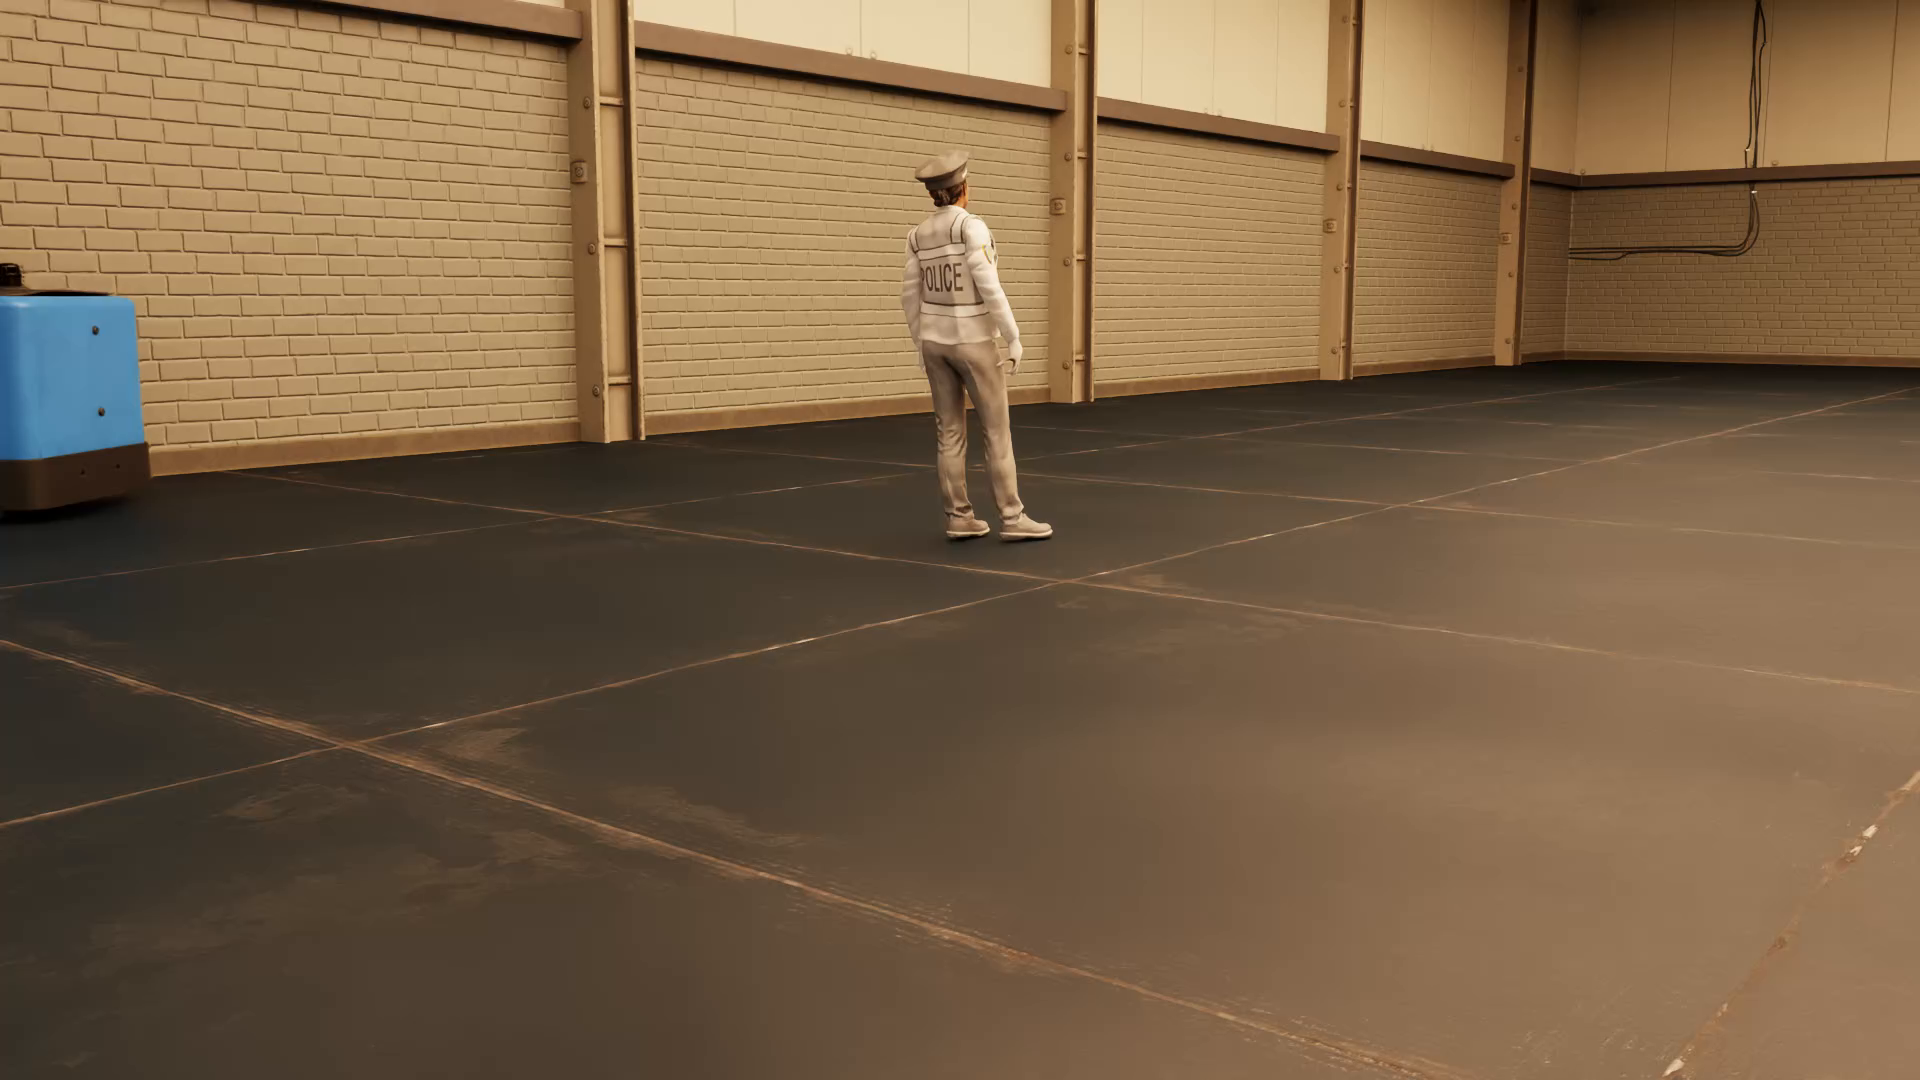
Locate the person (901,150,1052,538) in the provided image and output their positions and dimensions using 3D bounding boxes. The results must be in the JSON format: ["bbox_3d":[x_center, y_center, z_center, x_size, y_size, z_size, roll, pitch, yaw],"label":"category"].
[{"bbox_3d":[0.049,-0.853,7.330,0.586,1.694,0.530,7,11,38],"label":"person"}]

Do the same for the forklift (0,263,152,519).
[{"bbox_3d":[-5.817,-1.606,8.257,3.031,2.935,1.130,1,8,4],"label":"forklift"}]
